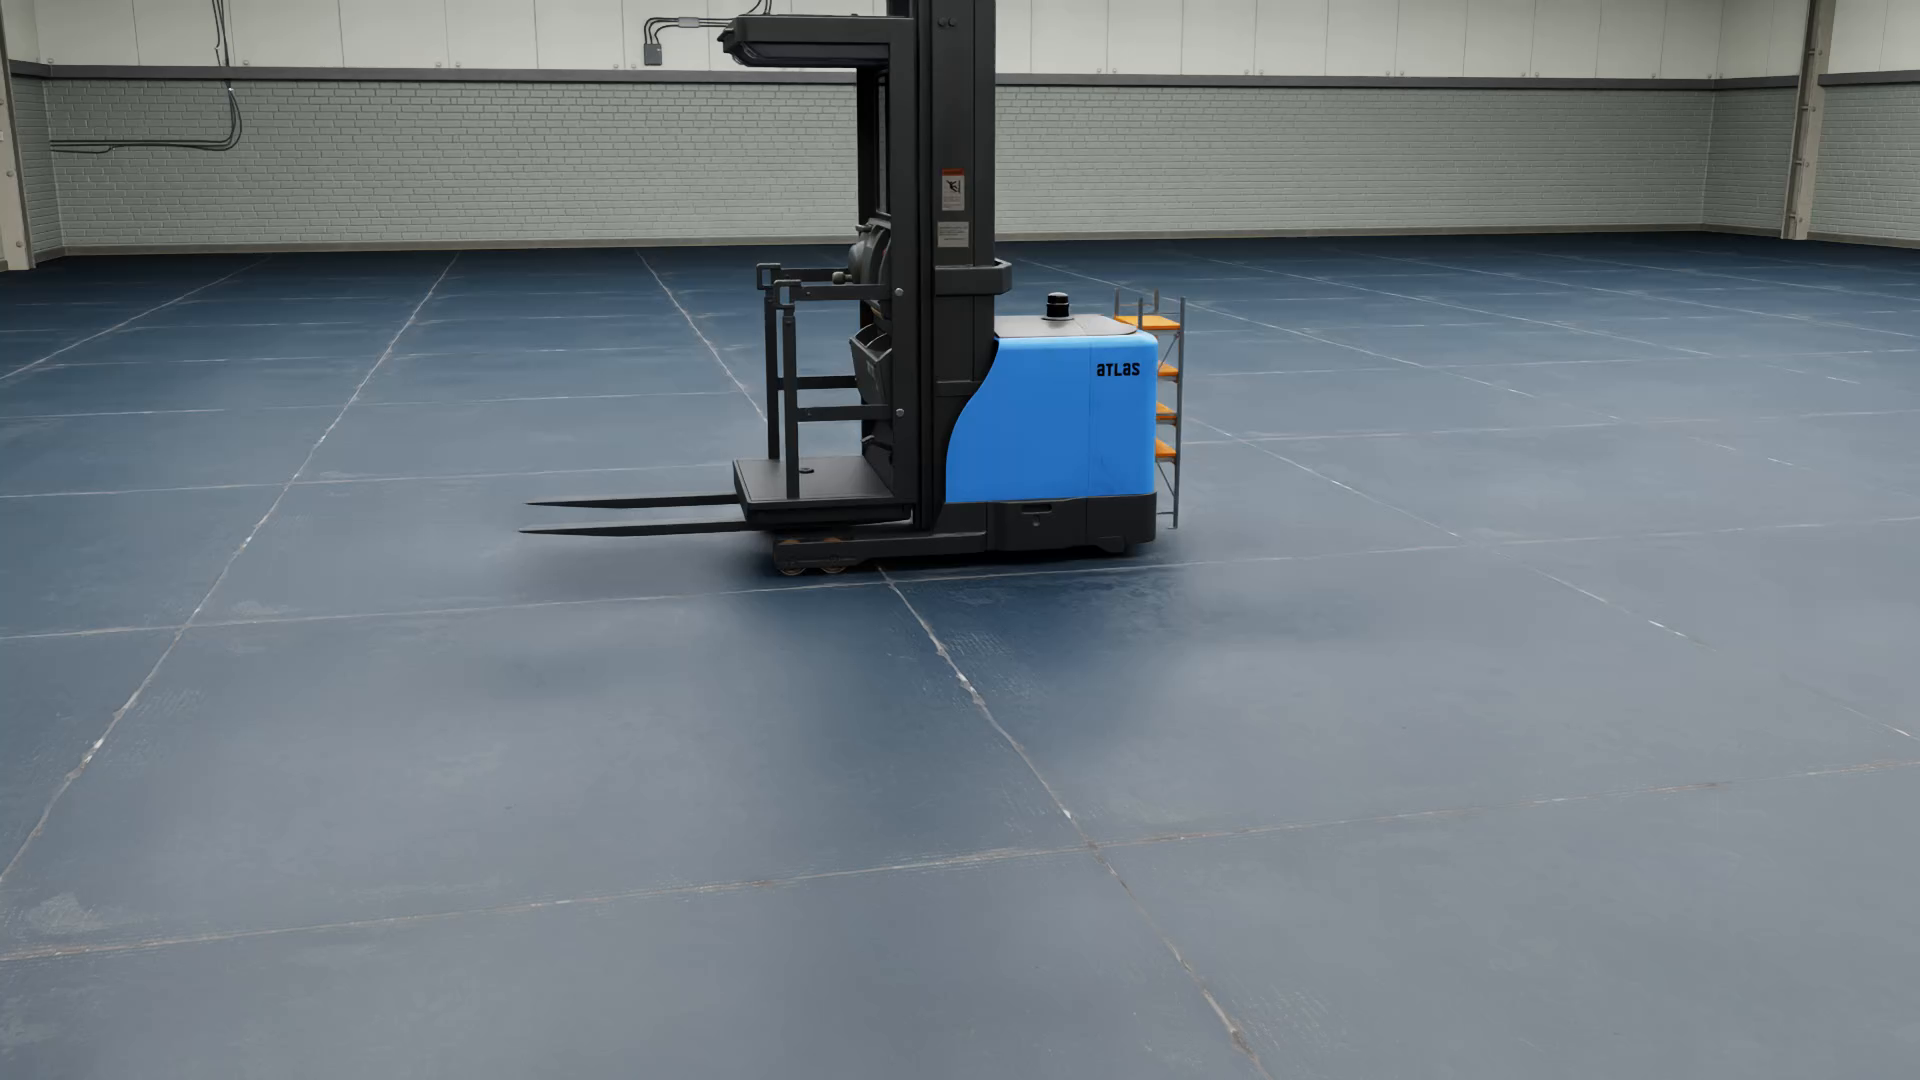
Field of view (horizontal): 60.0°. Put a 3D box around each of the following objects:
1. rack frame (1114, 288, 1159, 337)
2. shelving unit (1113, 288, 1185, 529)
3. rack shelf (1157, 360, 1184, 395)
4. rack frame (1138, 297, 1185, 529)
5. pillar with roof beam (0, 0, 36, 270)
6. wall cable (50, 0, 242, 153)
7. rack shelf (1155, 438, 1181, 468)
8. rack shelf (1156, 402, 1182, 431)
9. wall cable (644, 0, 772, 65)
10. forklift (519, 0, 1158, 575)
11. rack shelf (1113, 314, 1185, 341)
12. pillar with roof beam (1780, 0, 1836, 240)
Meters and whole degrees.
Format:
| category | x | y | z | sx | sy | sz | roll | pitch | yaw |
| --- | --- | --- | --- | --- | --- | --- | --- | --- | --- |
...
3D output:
| category | x | y | z | sx | sy | sz | roll | pitch | yaw |
| --- | --- | --- | --- | --- | --- | --- | --- | --- | --- |
| rack frame | 0.942 | -0.754 | 8.985 | 0.240 | 1.200 | 0.015 | -2 | 14 | -9 |
| shelving unit | 0.979 | -0.697 | 8.751 | 0.258 | 1.200 | 0.503 | -2 | 14 | -9 |
| rack shelf | 0.979 | -0.849 | 8.714 | 0.258 | 0.148 | 0.480 | -2 | 14 | -9 |
| rack frame | 1.016 | -0.640 | 8.517 | 0.240 | 1.200 | 0.015 | -2 | 14 | -9 |
| pillar with roof beam | -10.122 | -8.742 | 25.249 | 9.100 | 9.000 | 0.400 | -3 | 14 | -13 |
| wall cable | -13.713 | -7.747 | 27.718 | 3.097 | 2.526 | 0.112 | -3 | 14 | -13 |
| rack shelf | 0.979 | -0.439 | 8.814 | 0.258 | 0.148 | 0.480 | -2 | 14 | -9 |
| rack shelf | 0.979 | -0.631 | 8.767 | 0.258 | 0.148 | 0.480 | -2 | 14 | -9 |
| wall cable | -4.481 | -11.433 | 29.097 | 2.305 | 6.003 | 0.169 | -3 | 14 | -13 |
| forklift | -0.610 | -1.395 | 7.962 | 3.031 | 2.935 | 1.130 | -3 | 14 | -11 |
| rack shelf | 0.979 | -1.079 | 8.658 | 0.258 | 0.148 | 0.480 | -2 | 14 | -9 |
| pillar with roof beam | 12.128 | -10.018 | 30.471 | 9.100 | 9.000 | 0.400 | -3 | 14 | -13 |
